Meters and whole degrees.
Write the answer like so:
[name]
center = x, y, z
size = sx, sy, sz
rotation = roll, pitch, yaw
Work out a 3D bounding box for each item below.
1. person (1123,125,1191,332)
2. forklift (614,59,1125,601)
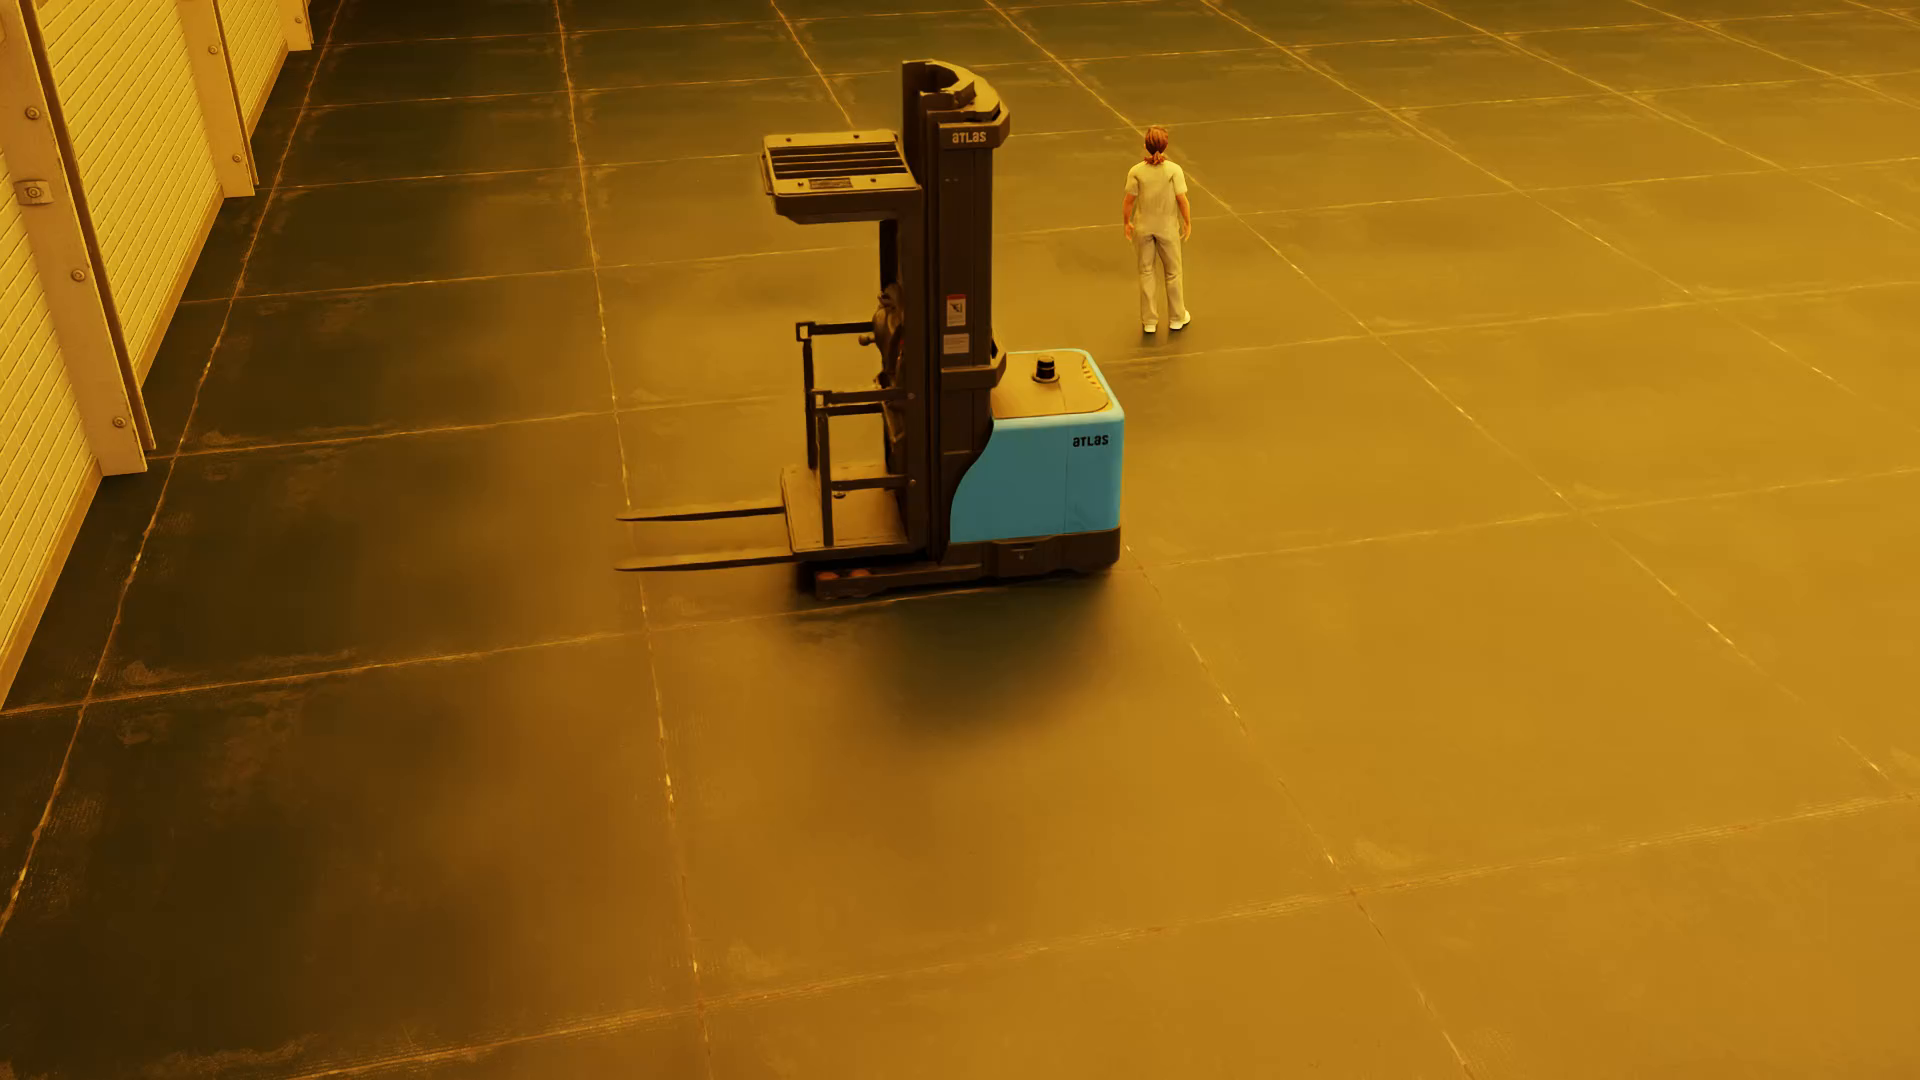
[person]
center = 1.557, -2.449, 13.043
size = 0.550, 1.673, 0.548
rotation = 7, 31, 13
[forklift]
center = -0.591, -1.194, 9.638
size = 3.031, 2.935, 1.130
rotation = -5, 30, -8
